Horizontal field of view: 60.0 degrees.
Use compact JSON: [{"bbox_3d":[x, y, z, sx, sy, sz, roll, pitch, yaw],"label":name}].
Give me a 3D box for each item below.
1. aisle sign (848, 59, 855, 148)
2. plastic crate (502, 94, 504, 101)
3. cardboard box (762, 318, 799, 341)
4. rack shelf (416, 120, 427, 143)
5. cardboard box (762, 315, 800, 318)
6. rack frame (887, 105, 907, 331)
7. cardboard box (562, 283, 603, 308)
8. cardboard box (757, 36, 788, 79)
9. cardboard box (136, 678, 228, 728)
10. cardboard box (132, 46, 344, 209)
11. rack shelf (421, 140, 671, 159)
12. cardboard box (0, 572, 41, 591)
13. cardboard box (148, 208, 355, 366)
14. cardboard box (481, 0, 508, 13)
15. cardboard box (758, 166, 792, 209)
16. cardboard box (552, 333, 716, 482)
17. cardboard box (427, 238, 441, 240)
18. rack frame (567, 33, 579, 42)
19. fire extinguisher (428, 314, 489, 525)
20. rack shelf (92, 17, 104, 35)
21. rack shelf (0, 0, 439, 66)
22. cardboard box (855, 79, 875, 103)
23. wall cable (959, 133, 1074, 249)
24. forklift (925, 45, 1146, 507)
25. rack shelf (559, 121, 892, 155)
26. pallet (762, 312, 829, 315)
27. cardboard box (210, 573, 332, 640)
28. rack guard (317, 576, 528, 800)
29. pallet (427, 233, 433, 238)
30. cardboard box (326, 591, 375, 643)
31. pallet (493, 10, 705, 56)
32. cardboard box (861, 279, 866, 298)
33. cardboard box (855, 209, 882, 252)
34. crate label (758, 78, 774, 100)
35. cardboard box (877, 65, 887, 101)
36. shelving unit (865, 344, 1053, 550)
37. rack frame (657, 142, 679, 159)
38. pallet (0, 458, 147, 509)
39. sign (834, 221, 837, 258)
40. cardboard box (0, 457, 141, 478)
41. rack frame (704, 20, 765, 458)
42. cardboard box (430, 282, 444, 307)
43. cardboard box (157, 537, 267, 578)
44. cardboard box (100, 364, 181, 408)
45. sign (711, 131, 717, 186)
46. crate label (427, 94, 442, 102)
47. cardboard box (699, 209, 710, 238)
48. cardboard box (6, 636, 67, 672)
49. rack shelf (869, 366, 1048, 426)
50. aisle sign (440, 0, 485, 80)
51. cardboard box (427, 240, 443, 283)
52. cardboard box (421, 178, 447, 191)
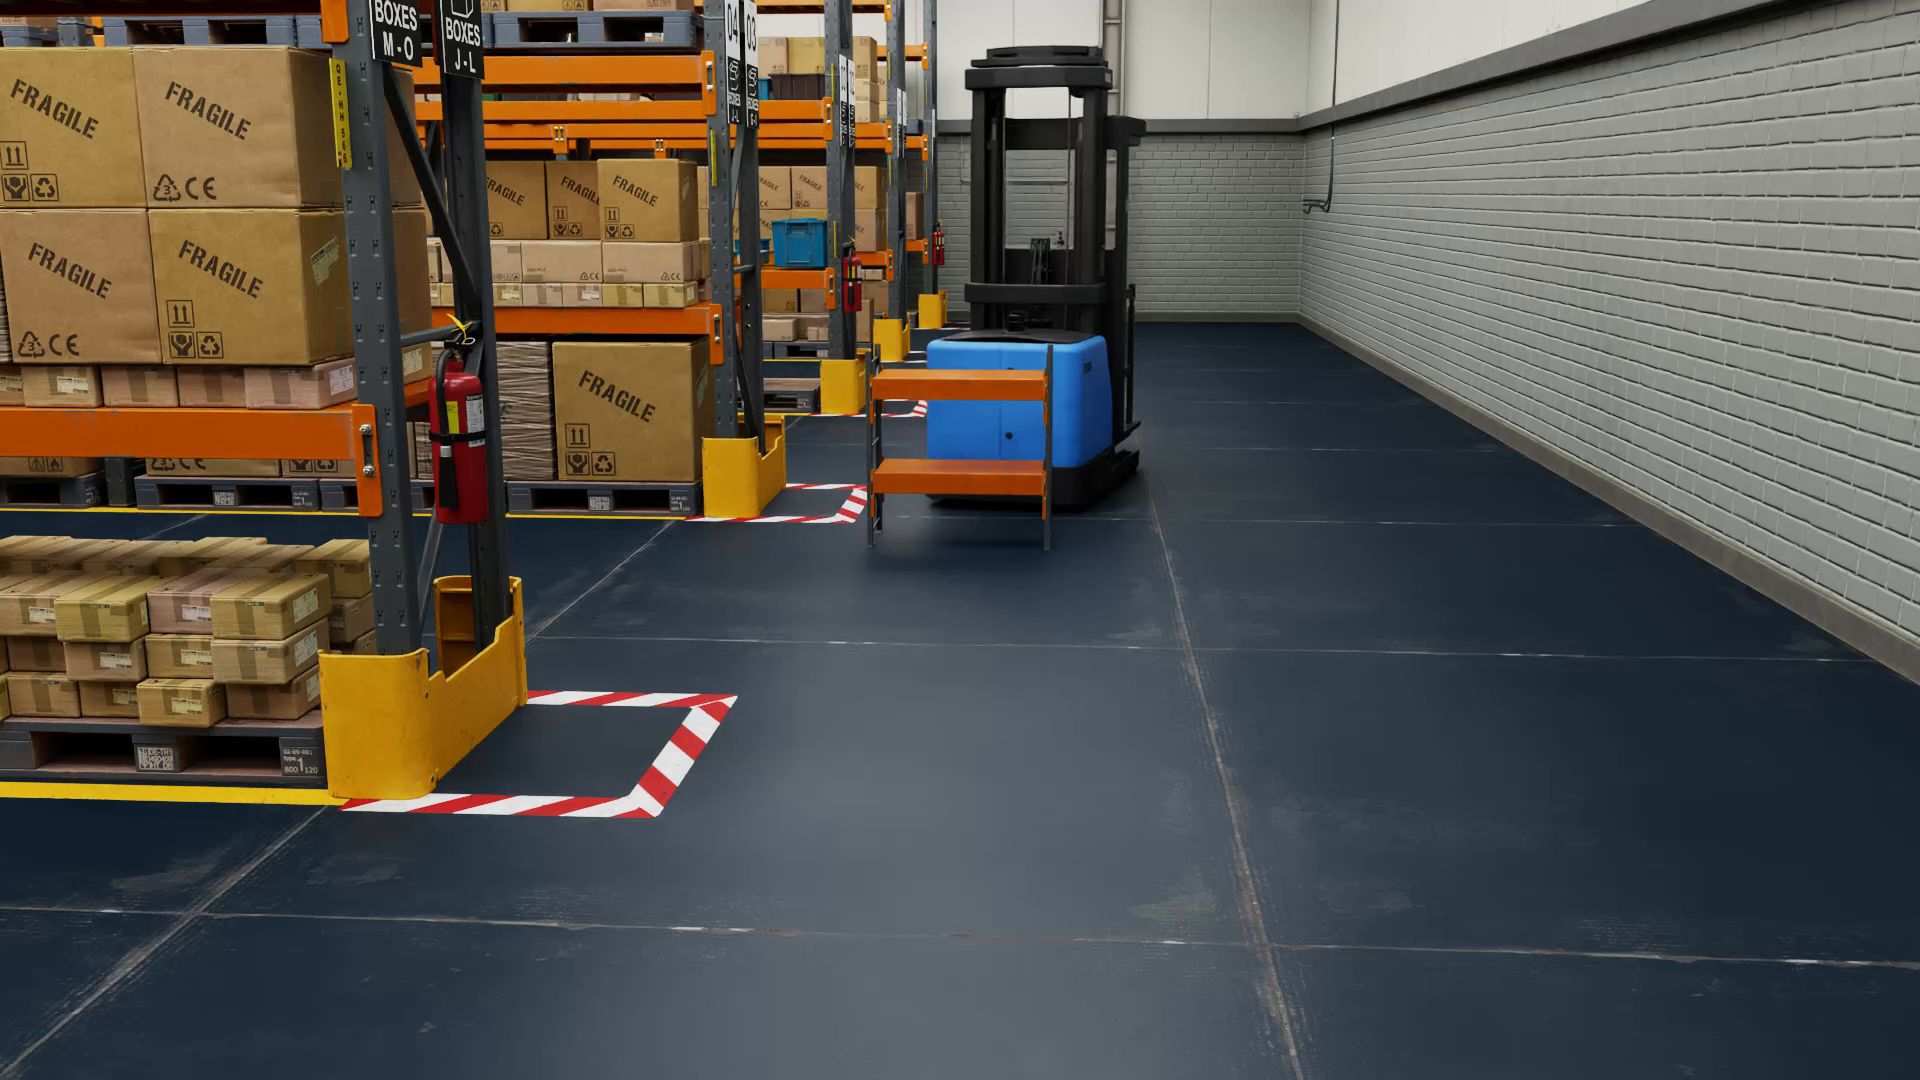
[{"bbox_3d":[-1.010,-4.070,15.547,0.004,0.787,0.394,1,12,4],"label":"aisle sign"},{"bbox_3d":[-4.163,-4.231,15.752,0.300,0.233,0.416,1,12,4],"label":"plastic crate"},{"bbox_3d":[-2.271,-2.595,20.488,0.500,0.250,0.500,1,12,4],"label":"cardboard box"},{"bbox_3d":[-7.088,-3.936,15.687,4.000,0.370,1.077,1,12,4],"label":"rack shelf"},{"bbox_3d":[-2.288,-2.698,20.980,0.500,0.250,0.500,1,12,4],"label":"cardboard box"},{"bbox_3d":[-0.766,-3.749,20.366,0.127,3.000,1.000,1,12,4],"label":"rack frame"},{"bbox_3d":[-2.321,-1.547,10.451,0.250,0.149,0.380,1,12,4],"label":"cardboard box"},{"bbox_3d":[-2.279,-5.769,20.007,0.500,0.500,0.700,1,12,4],"label":"cardboard box"},{"bbox_3d":[-2.667,0.529,5.851,0.250,0.149,0.380,1,12,5],"label":"cardboard box"},{"bbox_3d":[-2.338,-1.353,5.498,0.500,0.500,0.500,1,12,3],"label":"cardboard box"},{"bbox_3d":[-6.426,-5.959,25.363,4.000,0.370,1.077,1,12,4],"label":"rack shelf"},{"bbox_3d":[-3.449,0.228,5.836,0.250,0.149,0.380,1,12,6],"label":"cardboard box"},{"bbox_3d":[-2.330,-0.862,5.591,0.500,0.500,0.500,1,12,5],"label":"cardboard box"},{"bbox_3d":[-3.027,-3.523,10.443,0.500,0.500,0.700,0,12,0],"label":"cardboard box"},{"bbox_3d":[-2.251,-4.250,20.075,0.500,0.500,0.500,1,12,5],"label":"cardboard box"},{"bbox_3d":[-2.076,-0.884,10.829,0.875,0.875,0.875,1,12,4],"label":"cardboard box"},{"bbox_3d":[-3.434,-1.879,11.064,0.500,0.250,0.500,1,12,3],"label":"cardboard box"},{"bbox_3d":[-4.758,-6.740,20.013,0.127,3.000,1.000,1,12,4],"label":"rack frame"},{"bbox_3d":[-1.644,-0.396,5.433,0.183,0.674,0.296,1,12,4],"label":"fire extinguisher"},{"bbox_3d":[-10.744,-6.275,20.520,4.000,0.370,1.077,1,12,4],"label":"rack shelf"},{"bbox_3d":[-3.860,-1.857,5.751,4.000,0.370,1.077,1,12,4],"label":"rack shelf"},{"bbox_3d":[-1.296,-5.344,19.807,0.500,0.250,0.500,1,12,4],"label":"cardboard box"},{"bbox_3d":[0.902,-5.434,25.940,1.851,1.984,0.084,1,12,4],"label":"wall cable"},{"bbox_3d":[0.678,-1.905,11.718,1.130,2.935,3.031,3,12,16],"label":"forklift"},{"bbox_3d":[-2.762,-4.893,20.263,4.000,0.370,1.077,1,12,4],"label":"rack shelf"},{"bbox_3d":[-2.456,-3.409,25.548,1.213,0.211,1.003,1,12,4],"label":"pallet"},{"bbox_3d":[-2.410,0.230,5.829,0.250,0.149,0.380,1,12,4],"label":"cardboard box"},{"bbox_3d":[-1.940,0.509,6.115,0.348,0.500,1.175,1,12,4],"label":"rack guard"},{"bbox_3d":[-6.808,-3.739,20.786,1.213,0.211,1.003,1,12,4],"label":"pallet"},{"bbox_3d":[-2.370,0.271,6.357,0.250,0.149,0.380,1,12,6],"label":"cardboard box"},{"bbox_3d":[-2.173,-3.158,10.431,1.213,0.211,1.003,1,12,4],"label":"pallet"},{"bbox_3d":[-1.644,-3.739,25.397,0.500,0.500,0.700,1,12,4],"label":"cardboard box"},{"bbox_3d":[-1.232,-3.749,20.119,0.500,0.500,0.500,1,12,5],"label":"cardboard box"},{"bbox_3d":[-2.000,-4.211,15.612,0.502,0.251,0.408,1,12,4],"label":"crate label"},{"bbox_3d":[-1.188,-6.732,24.563,0.500,0.500,0.500,1,12,4],"label":"cardboard box"},{"bbox_3d":[0.007,-0.550,9.652,1.048,1.125,0.538,1,12,4],"label":"shelving unit"},{"bbox_3d":[-4.430,-4.816,25.465,0.127,3.000,1.000,1,12,4],"label":"rack frame"},{"bbox_3d":[-6.198,-0.411,11.215,1.213,0.211,1.003,1,12,4],"label":"pallet"},{"bbox_3d":[-1.122,-2.705,14.973,0.005,0.325,0.100,1,12,4],"label":"sign"},{"bbox_3d":[-6.063,-0.950,11.150,0.875,0.875,1.225,1,12,4],"label":"cardboard box"},{"bbox_3d":[-1.432,-1.726,10.691,0.127,3.000,1.000,1,12,4],"label":"rack frame"},{"bbox_3d":[-3.335,-1.561,10.519,0.250,0.149,0.380,1,12,5],"label":"cardboard box"},{"bbox_3d":[-2.890,0.100,6.450,0.250,0.149,0.380,1,12,4],"label":"cardboard box"},{"bbox_3d":[-2.705,-0.549,5.679,0.250,0.149,0.380,1,12,3],"label":"cardboard box"},{"bbox_3d":[-1.482,-2.298,10.019,0.005,0.325,0.100,1,12,4],"label":"sign"},{"bbox_3d":[-4.623,-4.066,15.196,0.466,0.136,0.293,1,12,4],"label":"crate label"},{"bbox_3d":[-3.257,-3.777,20.252,0.500,0.500,0.500,1,12,3],"label":"cardboard box"},{"bbox_3d":[-3.190,0.350,5.978,0.250,0.149,0.380,1,12,3],"label":"cardboard box"},{"bbox_3d":[0.007,-0.837,9.593,1.000,0.278,0.538,1,12,4],"label":"rack shelf"},{"bbox_3d":[-1.772,-2.046,5.876,0.004,0.787,0.394,1,12,4],"label":"aisle sign"},{"bbox_3d":[-3.467,-1.770,10.545,0.500,0.250,0.500,1,12,4],"label":"cardboard box"},{"bbox_3d":[-7.957,-5.383,25.324,0.500,0.250,0.500,1,12,5],"label":"cardboard box"}]
